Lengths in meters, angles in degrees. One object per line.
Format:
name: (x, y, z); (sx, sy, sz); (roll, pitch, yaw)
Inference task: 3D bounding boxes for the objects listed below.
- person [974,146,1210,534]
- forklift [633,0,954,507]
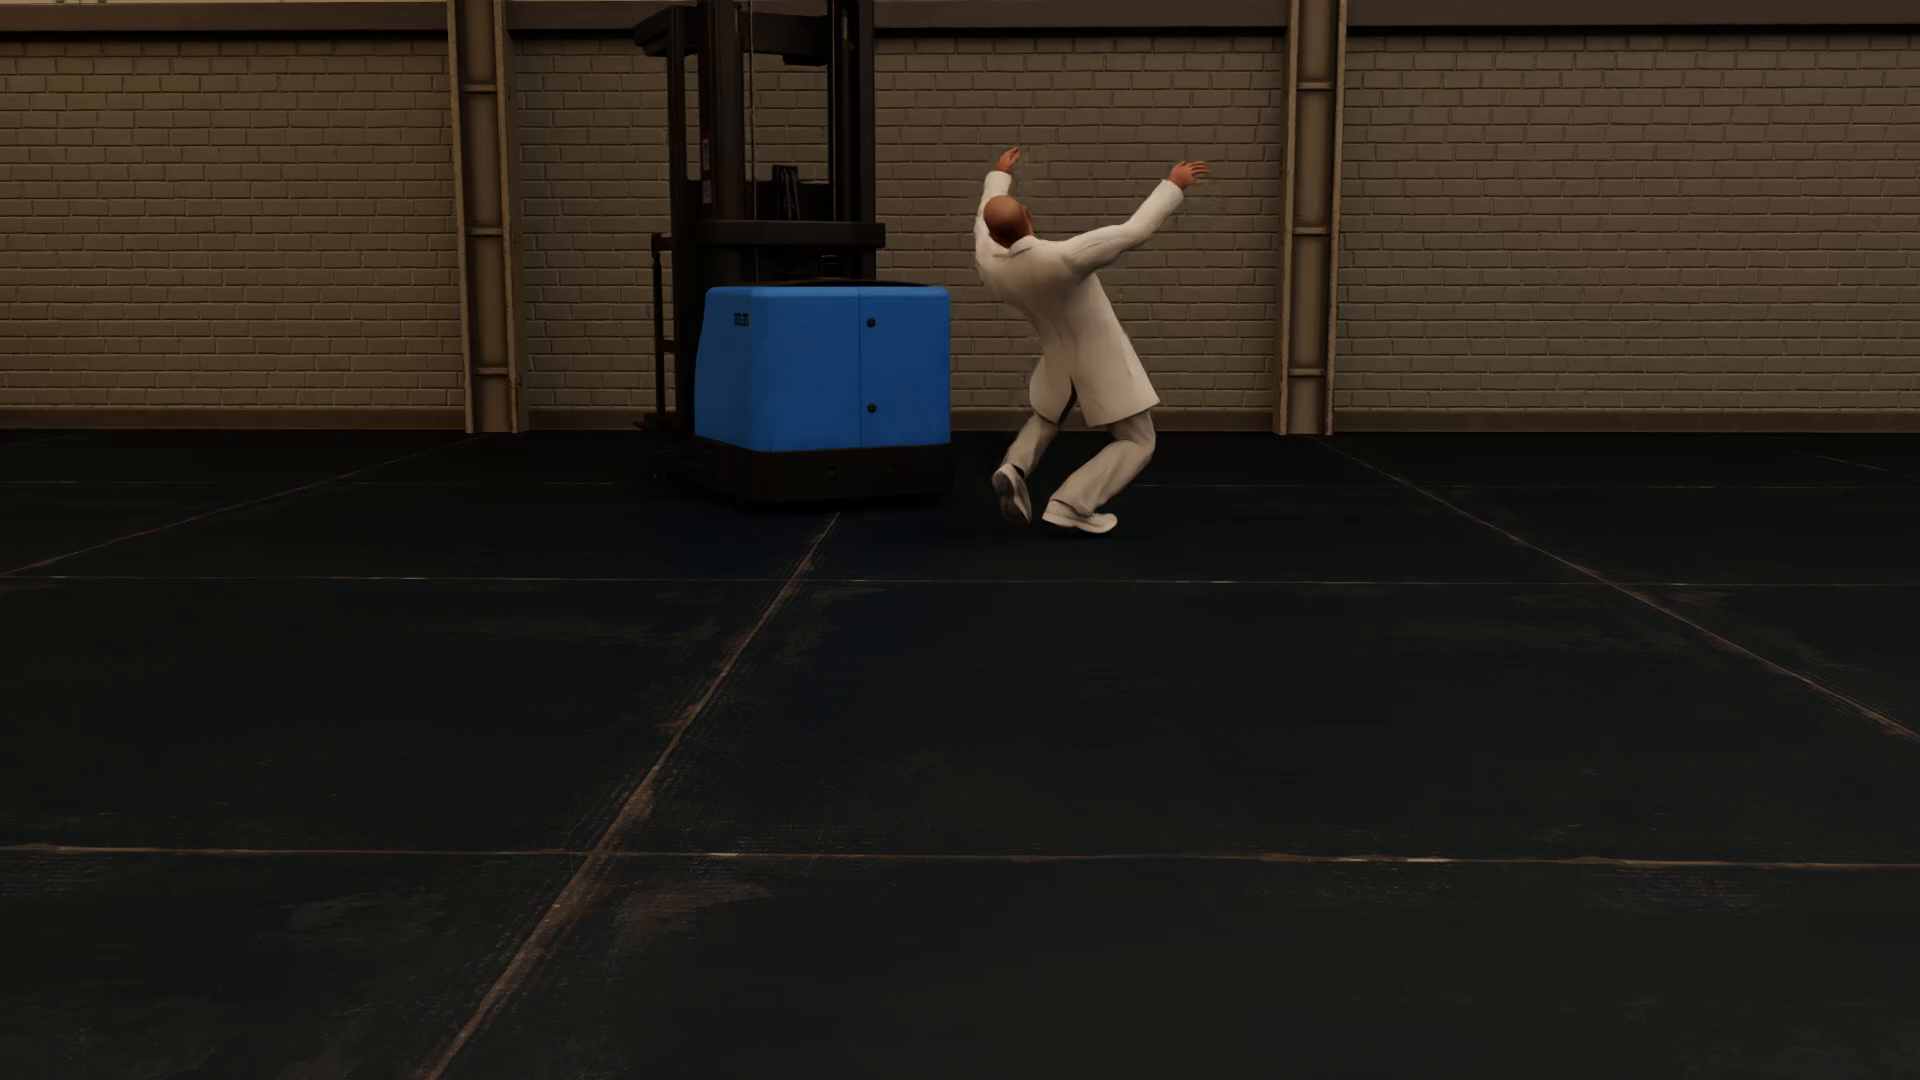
person: (0.470, -0.867, 7.206); (1.049, 1.714, 0.748); (8, 12, 41)
forklift: (-1.115, -1.788, 9.126); (1.130, 2.935, 3.031); (-4, 10, -25)
